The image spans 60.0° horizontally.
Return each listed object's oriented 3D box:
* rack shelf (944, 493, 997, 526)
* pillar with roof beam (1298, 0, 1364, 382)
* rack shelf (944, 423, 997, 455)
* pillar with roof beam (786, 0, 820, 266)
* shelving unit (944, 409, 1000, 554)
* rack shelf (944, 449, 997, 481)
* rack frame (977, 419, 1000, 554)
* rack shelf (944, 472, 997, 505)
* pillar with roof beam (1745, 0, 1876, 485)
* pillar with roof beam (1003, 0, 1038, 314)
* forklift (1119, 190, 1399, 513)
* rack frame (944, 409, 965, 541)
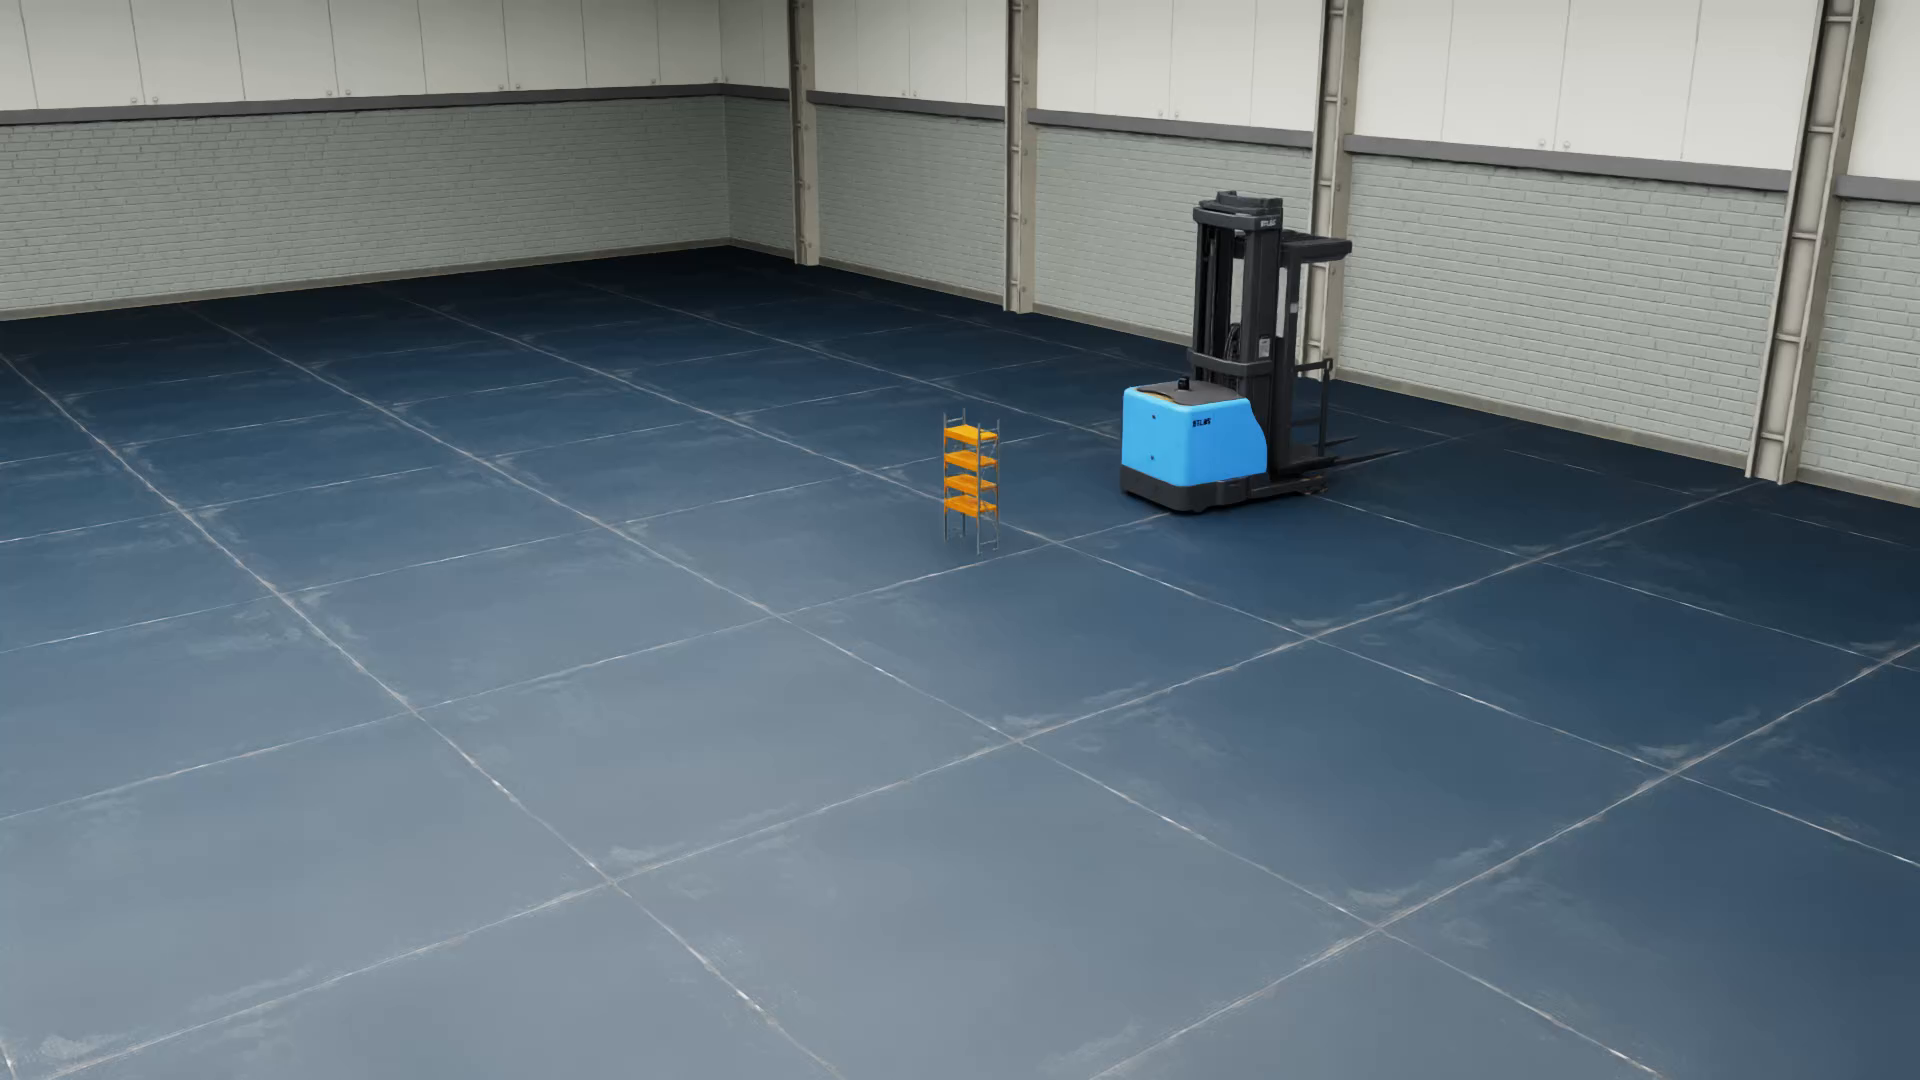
[{"bbox_3d":[0.103,-0.276,15.022,0.258,0.148,0.480,-14,23,-36],"label":"rack shelf"},{"bbox_3d":[1.271,-5.547,17.687,9.100,9.000,0.400,-14,23,-36],"label":"pillar with roof beam"},{"bbox_3d":[0.103,-0.902,14.815,0.258,0.148,0.480,-14,23,-36],"label":"rack shelf"},{"bbox_3d":[-6.180,-8.504,26.617,9.100,9.000,0.400,-14,23,-36],"label":"pillar with roof beam"},{"bbox_3d":[0.103,-0.529,14.938,0.258,1.200,0.503,-14,23,-36],"label":"shelving unit"},{"bbox_3d":[0.103,-0.677,14.889,0.258,0.148,0.480,-14,23,-36],"label":"rack shelf"},{"bbox_3d":[0.254,-0.469,14.757,0.240,1.200,0.015,-14,23,-36],"label":"rack frame"},{"bbox_3d":[0.103,-0.465,14.959,0.258,0.148,0.480,-14,23,-36],"label":"rack shelf"},{"bbox_3d":[4.996,-4.069,13.222,9.100,9.000,0.400,-14,23,-36],"label":"pillar with roof beam"},{"bbox_3d":[-2.454,-7.026,22.152,9.100,9.000,0.400,-14,23,-36],"label":"pillar with roof beam"},{"bbox_3d":[3.126,-1.972,16.542,3.031,2.935,1.130,-11,21,-29],"label":"forklift"},{"bbox_3d":[-0.049,-0.589,15.120,0.240,1.200,0.015,-14,23,-36],"label":"rack frame"}]
